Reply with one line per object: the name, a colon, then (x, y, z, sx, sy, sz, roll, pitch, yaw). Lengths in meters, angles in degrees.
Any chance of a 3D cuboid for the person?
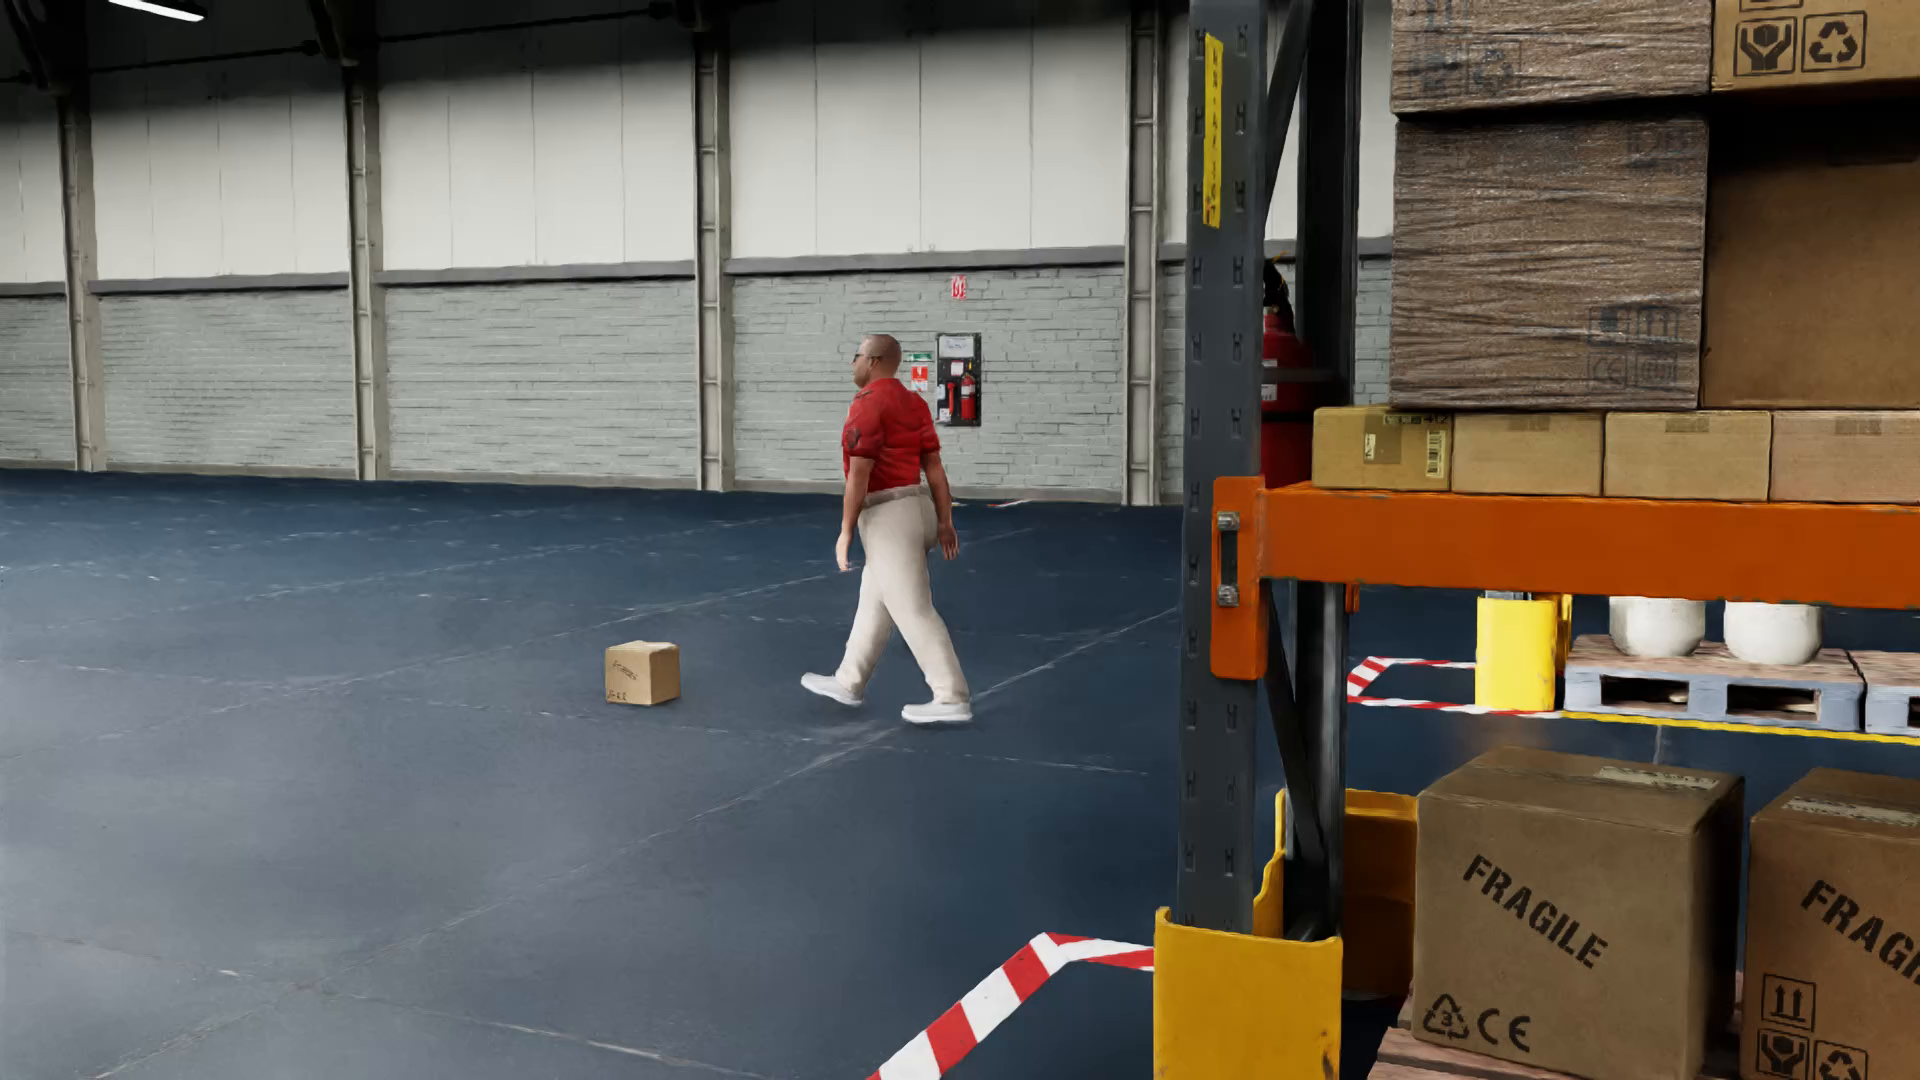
person: (-0.364, -0.062, 7.285, 0.957, 1.675, 0.558, 3, 6, 24)
